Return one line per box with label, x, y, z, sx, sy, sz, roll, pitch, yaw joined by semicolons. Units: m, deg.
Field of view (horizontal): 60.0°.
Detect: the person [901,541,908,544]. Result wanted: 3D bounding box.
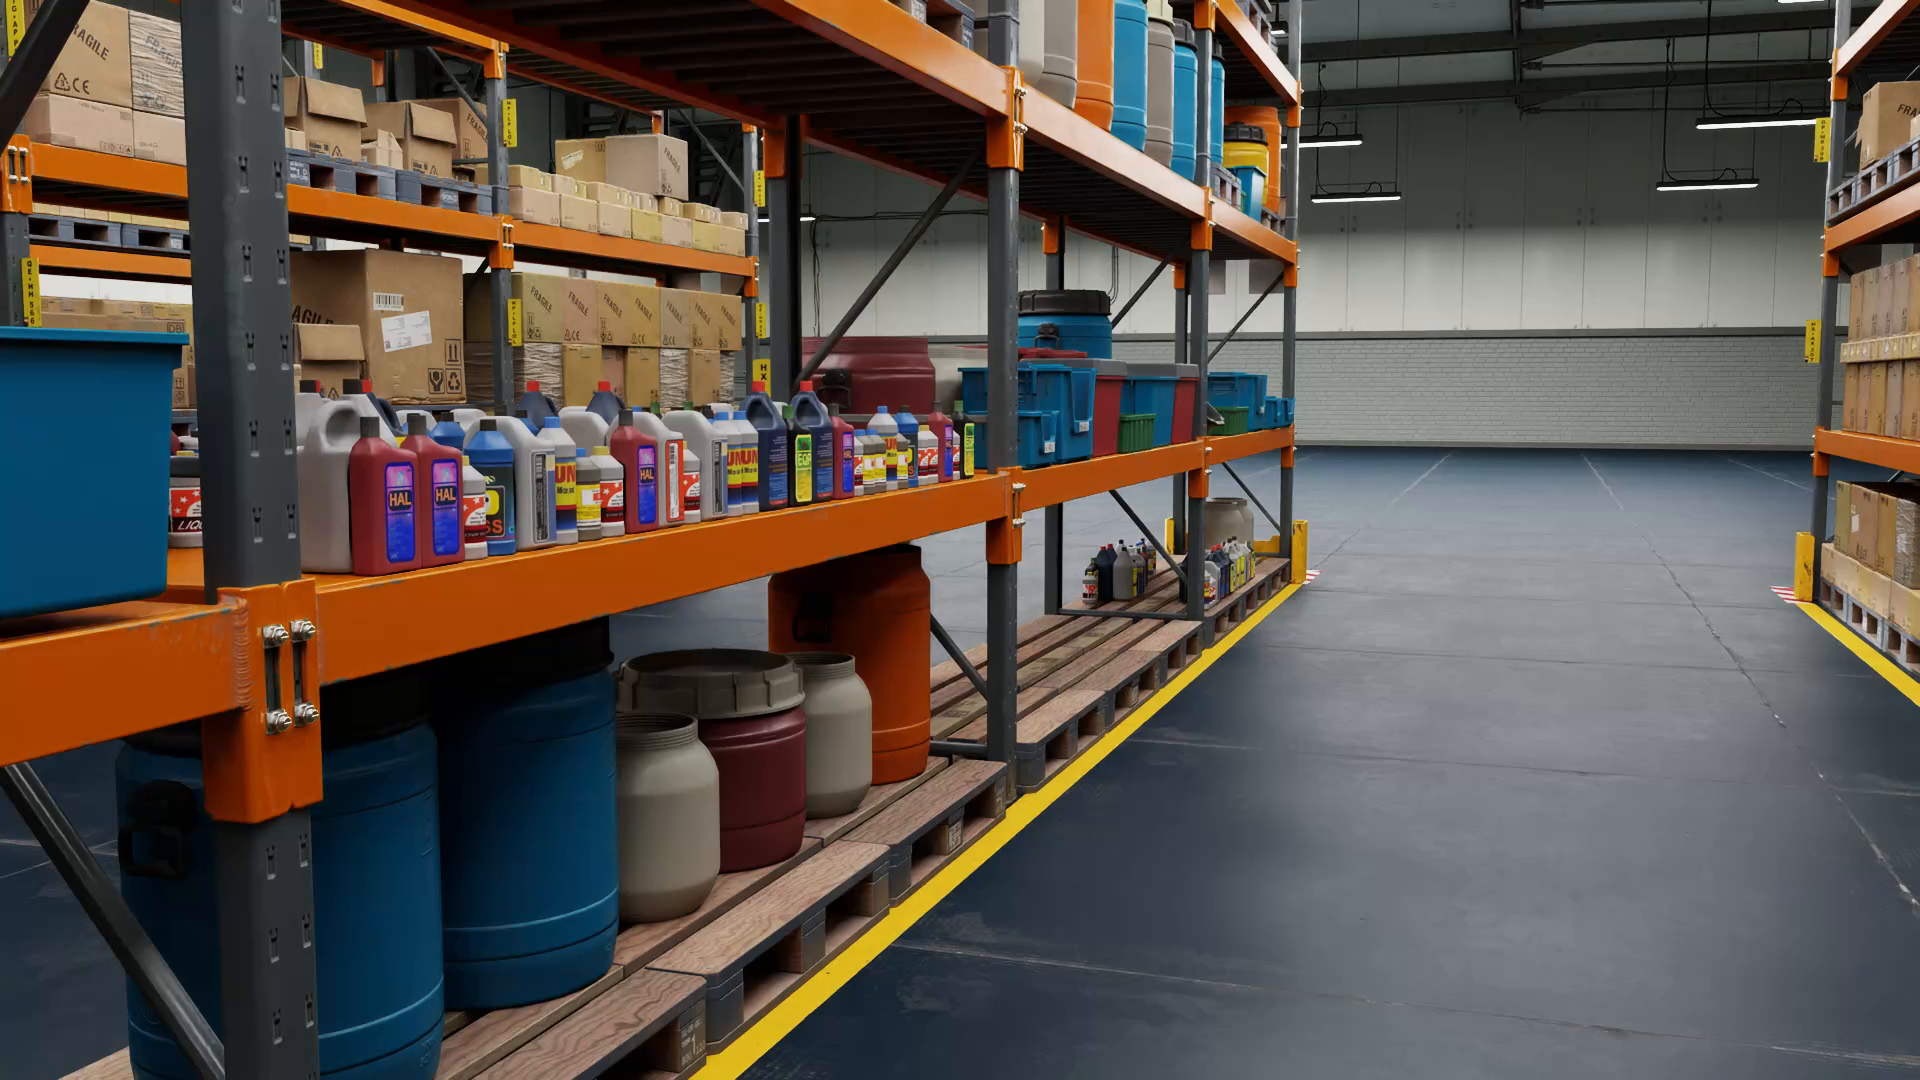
person;-0.490;-0.207;10.773;0.501;1.674;0.530;-2;6;-23
